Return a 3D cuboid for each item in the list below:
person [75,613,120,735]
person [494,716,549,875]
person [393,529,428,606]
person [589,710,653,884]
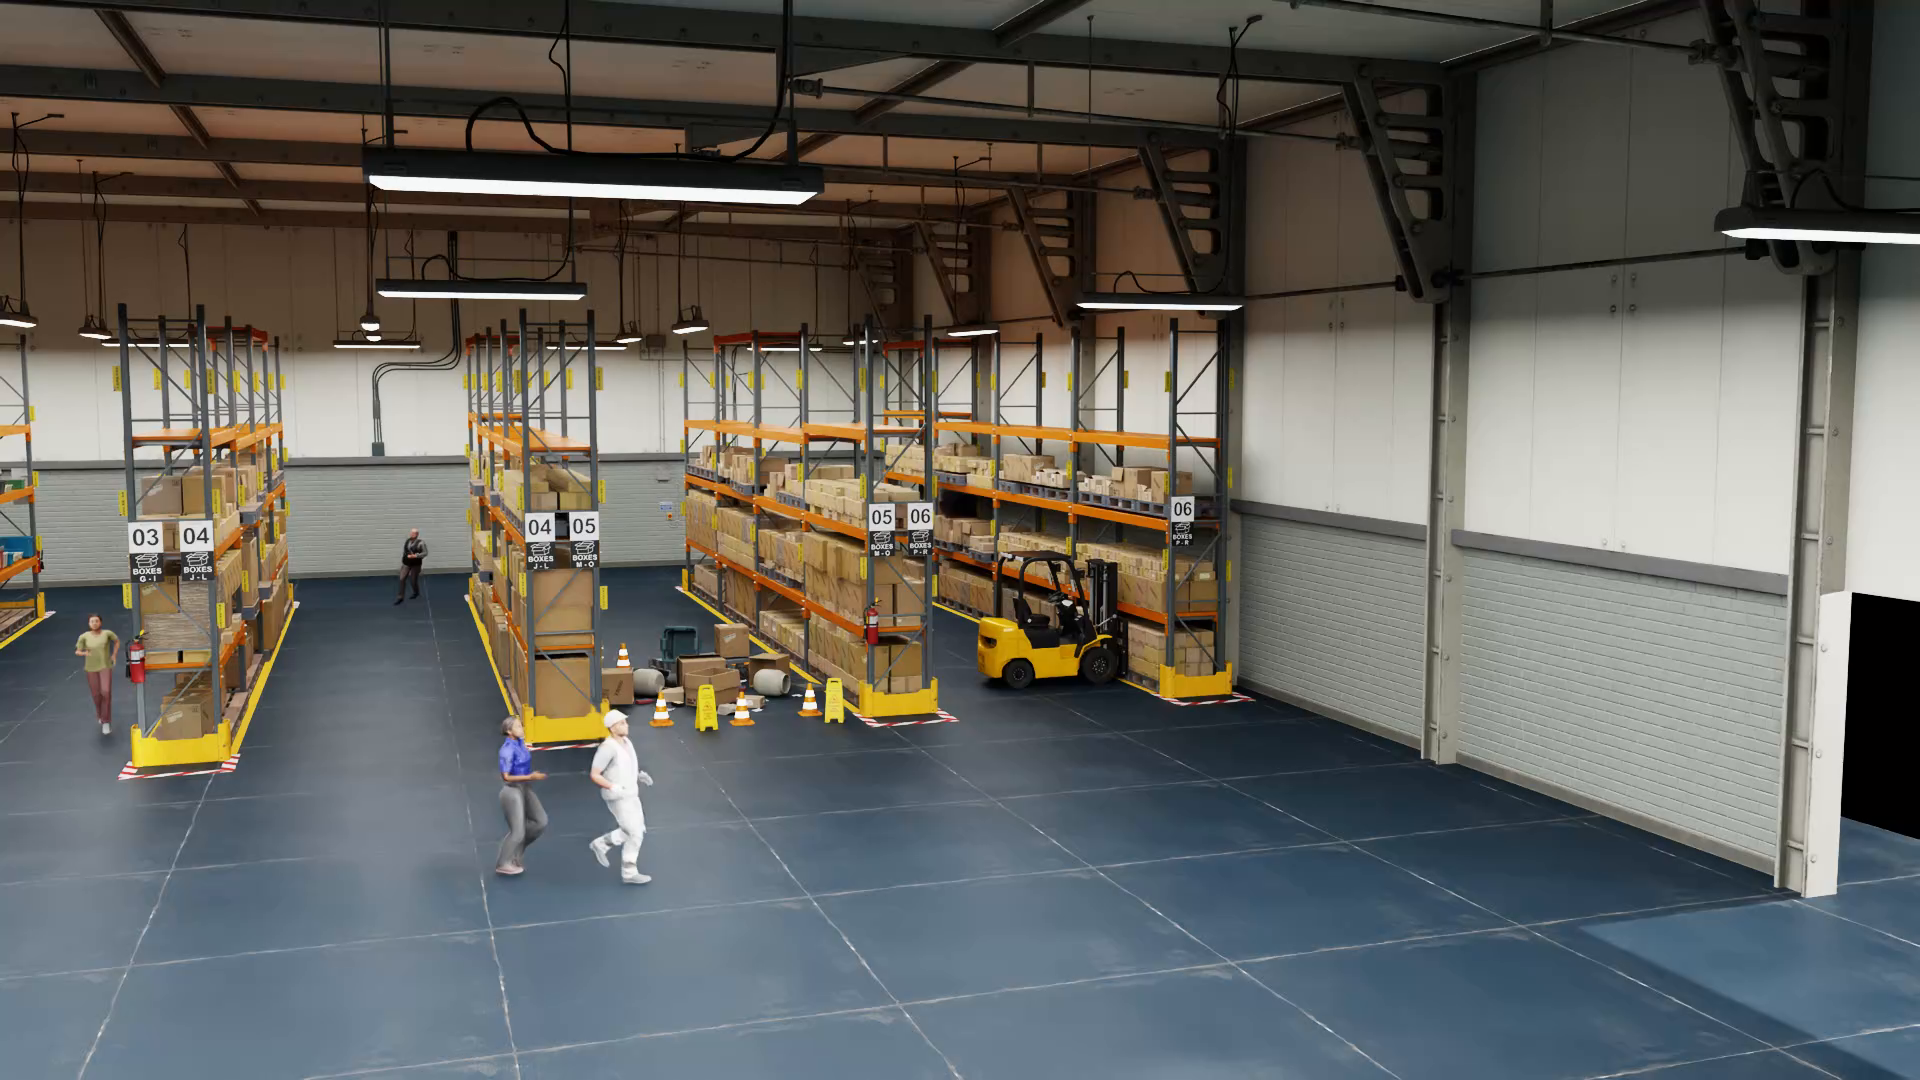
[{"bbox_3d":[-12.400,1.904,23.935,0.563,1.726,0.778,-2,6,-20],"label":"person"},{"bbox_3d":[-4.435,2.599,16.860,0.599,1.624,0.561,1,5,7],"label":"person"},{"bbox_3d":[-12.367,0.587,37.691,0.701,1.709,0.894,1,5,7],"label":"person"},{"bbox_3d":[-3.429,2.562,16.621,0.708,1.743,0.659,1,6,15],"label":"person"}]
